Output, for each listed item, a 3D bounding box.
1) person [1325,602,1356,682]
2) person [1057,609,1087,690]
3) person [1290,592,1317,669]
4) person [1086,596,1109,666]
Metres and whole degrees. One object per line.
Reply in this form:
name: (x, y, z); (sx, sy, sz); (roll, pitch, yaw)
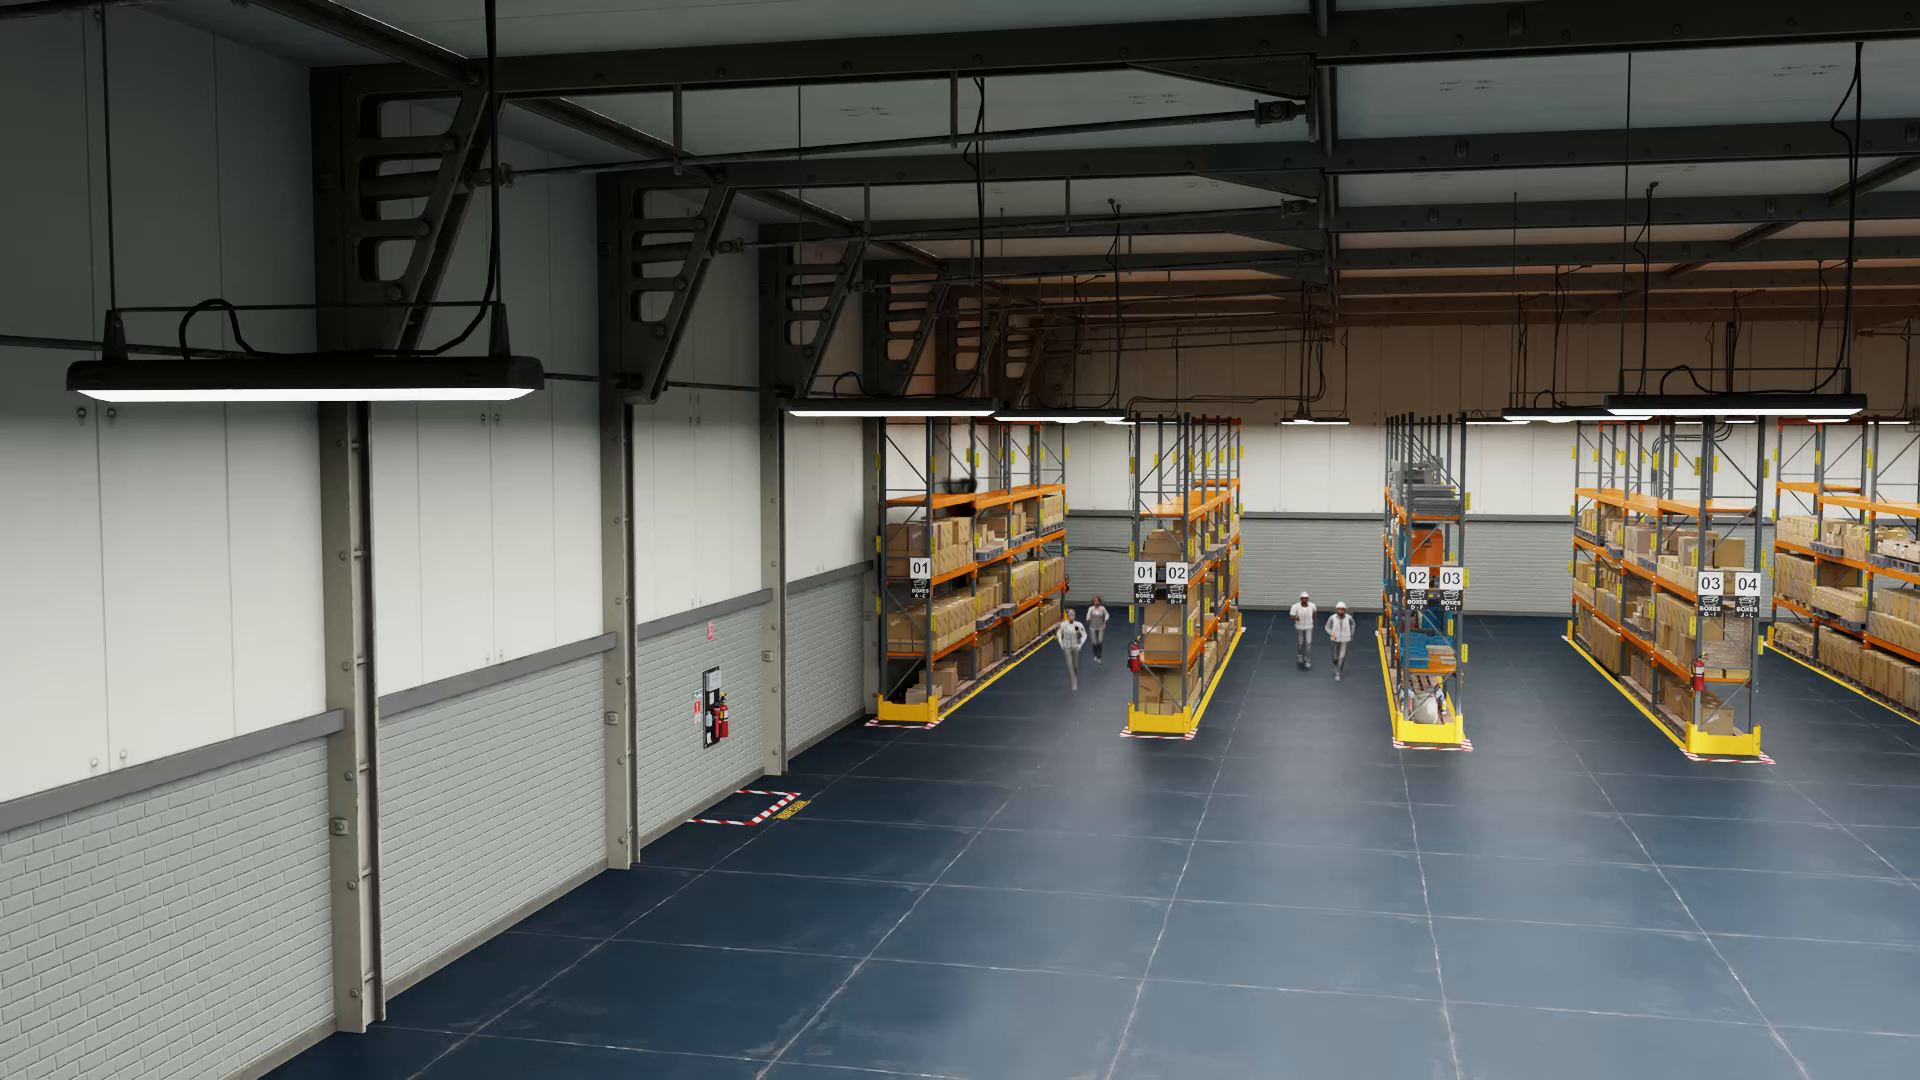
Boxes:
person: (8.666, 2.293, 37.901); (0.683, 1.764, 0.918); (1, 4, 12)
person: (2.334, 2.264, 34.760); (0.643, 1.677, 0.655); (0, 4, 6)
person: (8.240, 2.131, 39.920); (0.640, 1.796, 0.890); (1, 4, 10)
person: (3.186, 2.120, 38.658); (0.514, 1.604, 0.654); (1, 4, 9)
